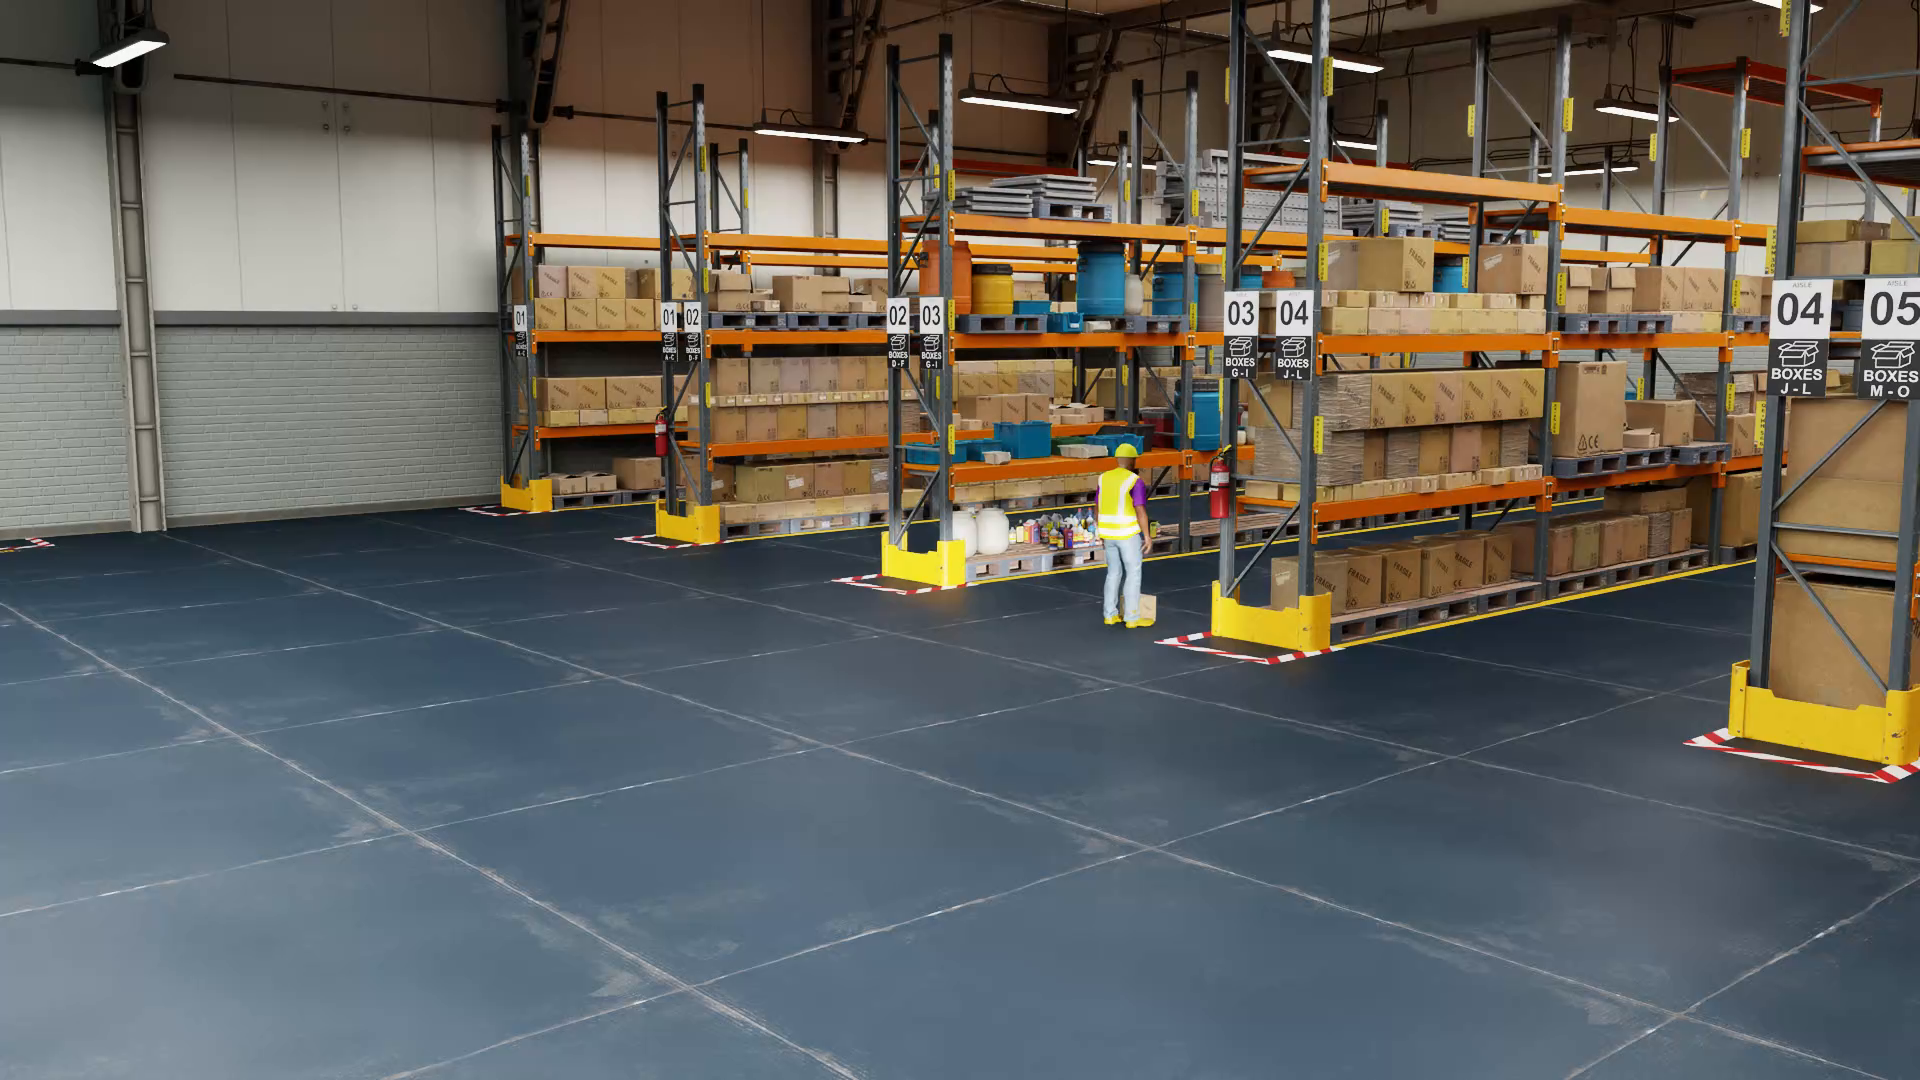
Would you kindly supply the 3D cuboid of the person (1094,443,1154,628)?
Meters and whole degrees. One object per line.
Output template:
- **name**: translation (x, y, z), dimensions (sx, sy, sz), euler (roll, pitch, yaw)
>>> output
- **person**: translation (1.582, -0.054, 16.124), dimensions (0.454, 1.761, 0.636), euler (-7, 10, -44)
